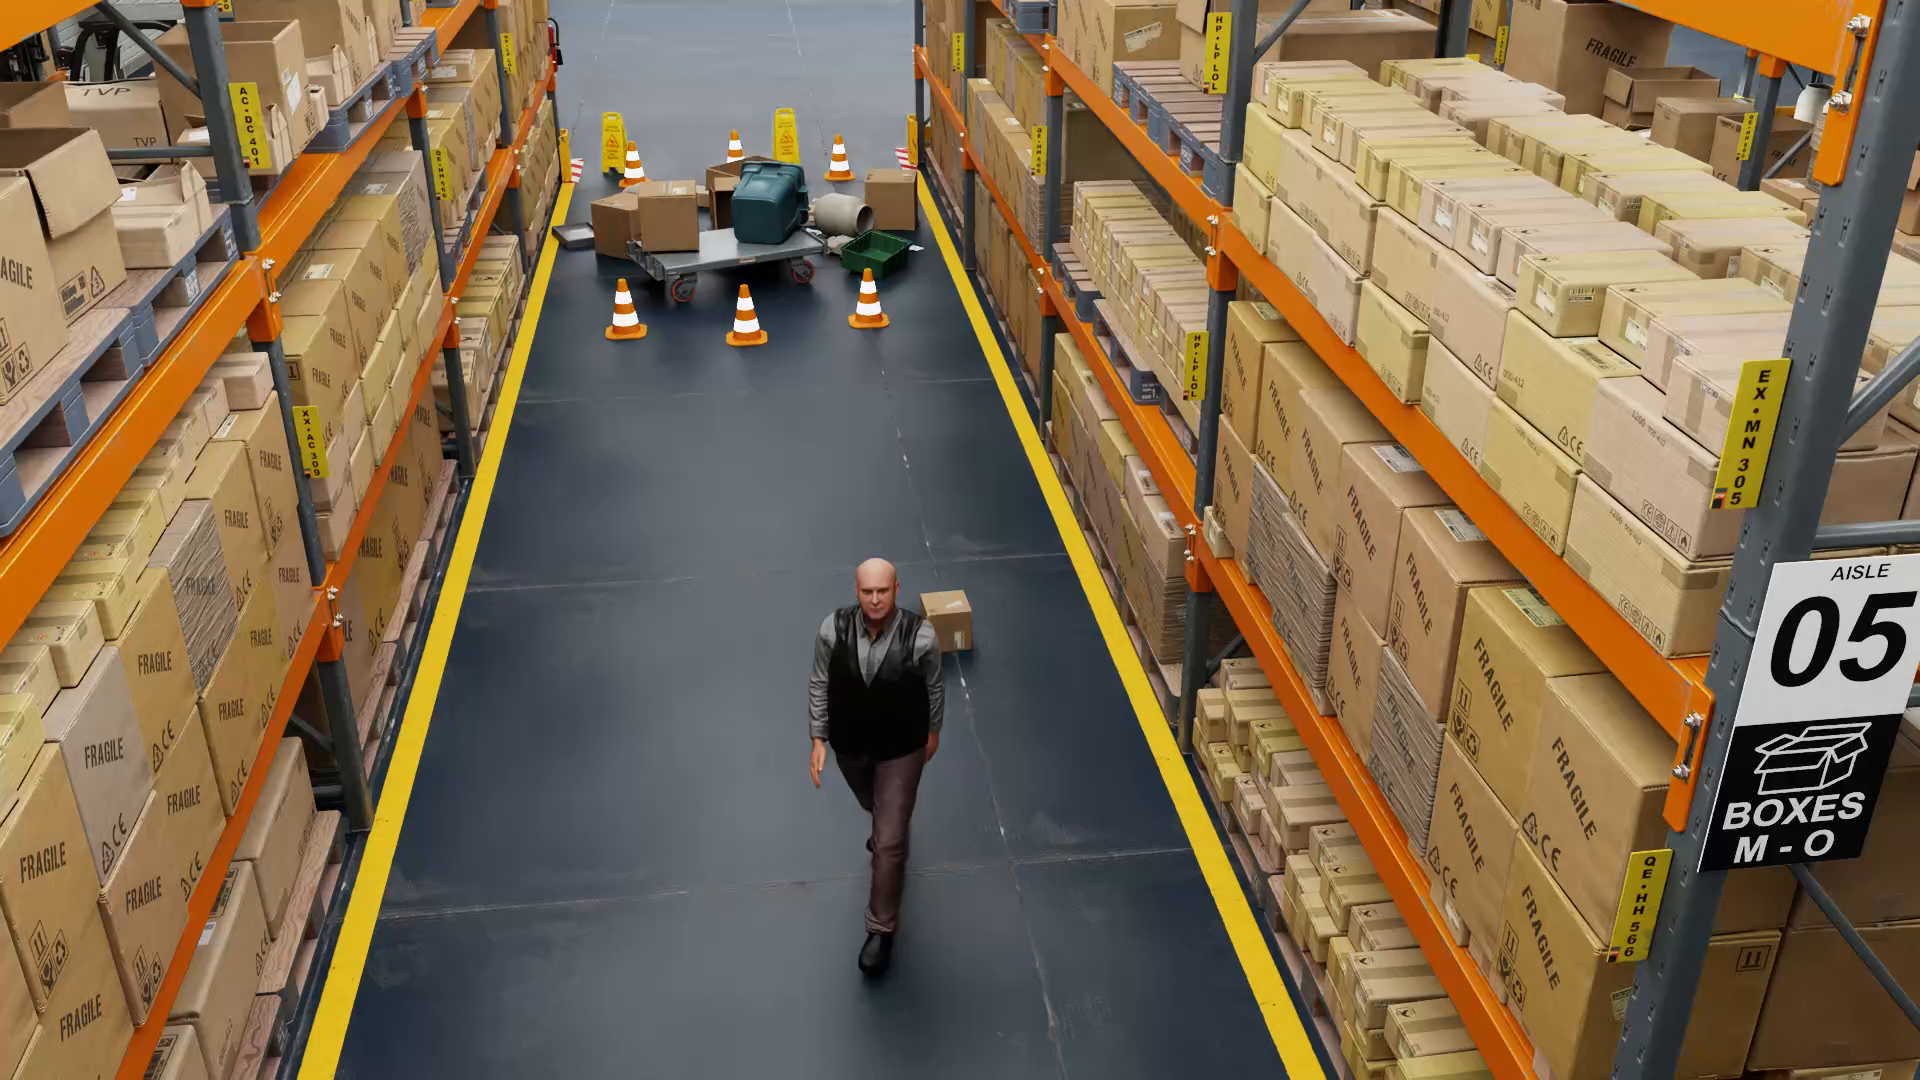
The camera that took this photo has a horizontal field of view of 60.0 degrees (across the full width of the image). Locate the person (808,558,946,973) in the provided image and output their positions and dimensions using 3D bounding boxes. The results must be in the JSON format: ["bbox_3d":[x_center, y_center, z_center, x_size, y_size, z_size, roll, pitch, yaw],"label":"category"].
[{"bbox_3d":[-0.360,0.853,6.971,0.544,1.673,1.051,7,28,13],"label":"person"}]
